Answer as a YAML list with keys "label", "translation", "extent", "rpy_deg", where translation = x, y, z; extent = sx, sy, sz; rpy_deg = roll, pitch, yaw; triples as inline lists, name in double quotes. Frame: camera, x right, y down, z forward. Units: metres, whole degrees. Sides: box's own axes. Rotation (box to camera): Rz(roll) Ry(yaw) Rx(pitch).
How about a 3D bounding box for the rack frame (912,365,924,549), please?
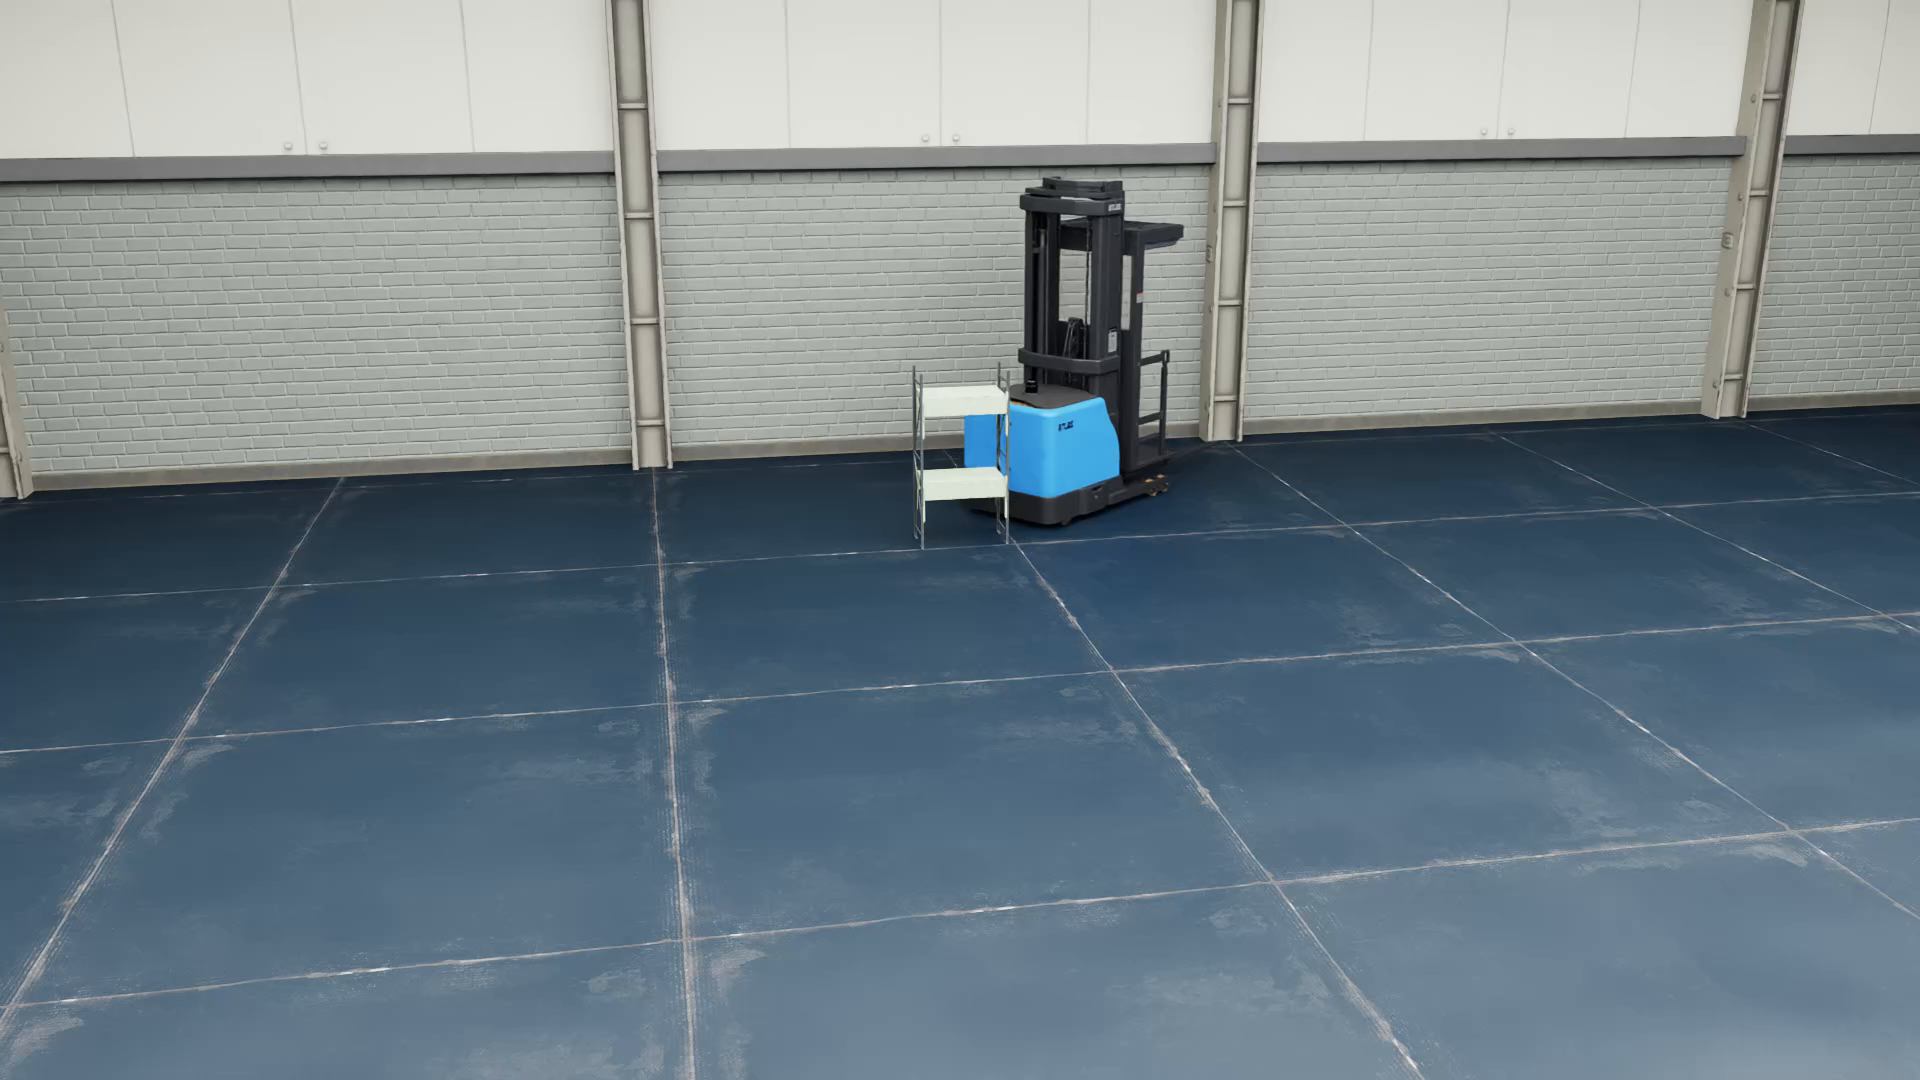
- label: "rack frame"
  translation: [-0.353, -0.697, 14.026]
  extent: [0.023, 1.500, 0.400]
  rpy_deg: [-3, 17, -10]

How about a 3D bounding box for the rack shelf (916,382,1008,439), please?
- label: "rack shelf"
  translation: [0.007, -1.090, 13.978]
  extent: [0.720, 0.370, 0.431]
  rpy_deg: [-3, 17, -10]

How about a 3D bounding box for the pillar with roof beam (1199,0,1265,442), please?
- label: "pillar with roof beam"
  translation: [3.610, -4.149, 12.495]
  extent: [0.400, 9.000, 9.100]
  rpy_deg: [-3, 17, -10]

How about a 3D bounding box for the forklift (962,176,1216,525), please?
- label: "forklift"
  translation: [1.354, -1.894, 15.485]
  extent: [1.130, 2.935, 3.031]
  rpy_deg: [14, 22, 38]

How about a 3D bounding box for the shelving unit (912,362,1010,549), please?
- label: "shelving unit"
  translation: [0.007, -0.717, 14.093]
  extent: [0.755, 1.500, 0.431]
  rpy_deg: [-3, 17, -10]

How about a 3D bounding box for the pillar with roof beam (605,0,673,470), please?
- label: "pillar with roof beam"
  translation: [-2.281, -3.815, 11.406]
  extent: [0.400, 9.000, 9.100]
  rpy_deg: [-3, 17, -10]

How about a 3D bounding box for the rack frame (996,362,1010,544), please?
- label: "rack frame"
  translation: [0.366, -0.738, 14.159]
  extent: [0.023, 1.500, 0.400]
  rpy_deg: [-3, 17, -10]

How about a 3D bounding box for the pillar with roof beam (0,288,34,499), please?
- label: "pillar with roof beam"
  translation: [-8.172, -3.481, 10.318]
  extent: [0.400, 9.000, 9.100]
  rpy_deg: [-3, 17, -10]

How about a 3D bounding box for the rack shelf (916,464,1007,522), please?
- label: "rack shelf"
  translation: [0.007, -0.406, 14.189]
  extent: [0.720, 0.370, 0.431]
  rpy_deg: [-3, 17, -10]

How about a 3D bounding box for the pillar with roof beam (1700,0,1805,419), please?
- label: "pillar with roof beam"
  translation: [9.501, -4.484, 13.583]
  extent: [0.400, 9.000, 9.100]
  rpy_deg: [-3, 17, -10]
